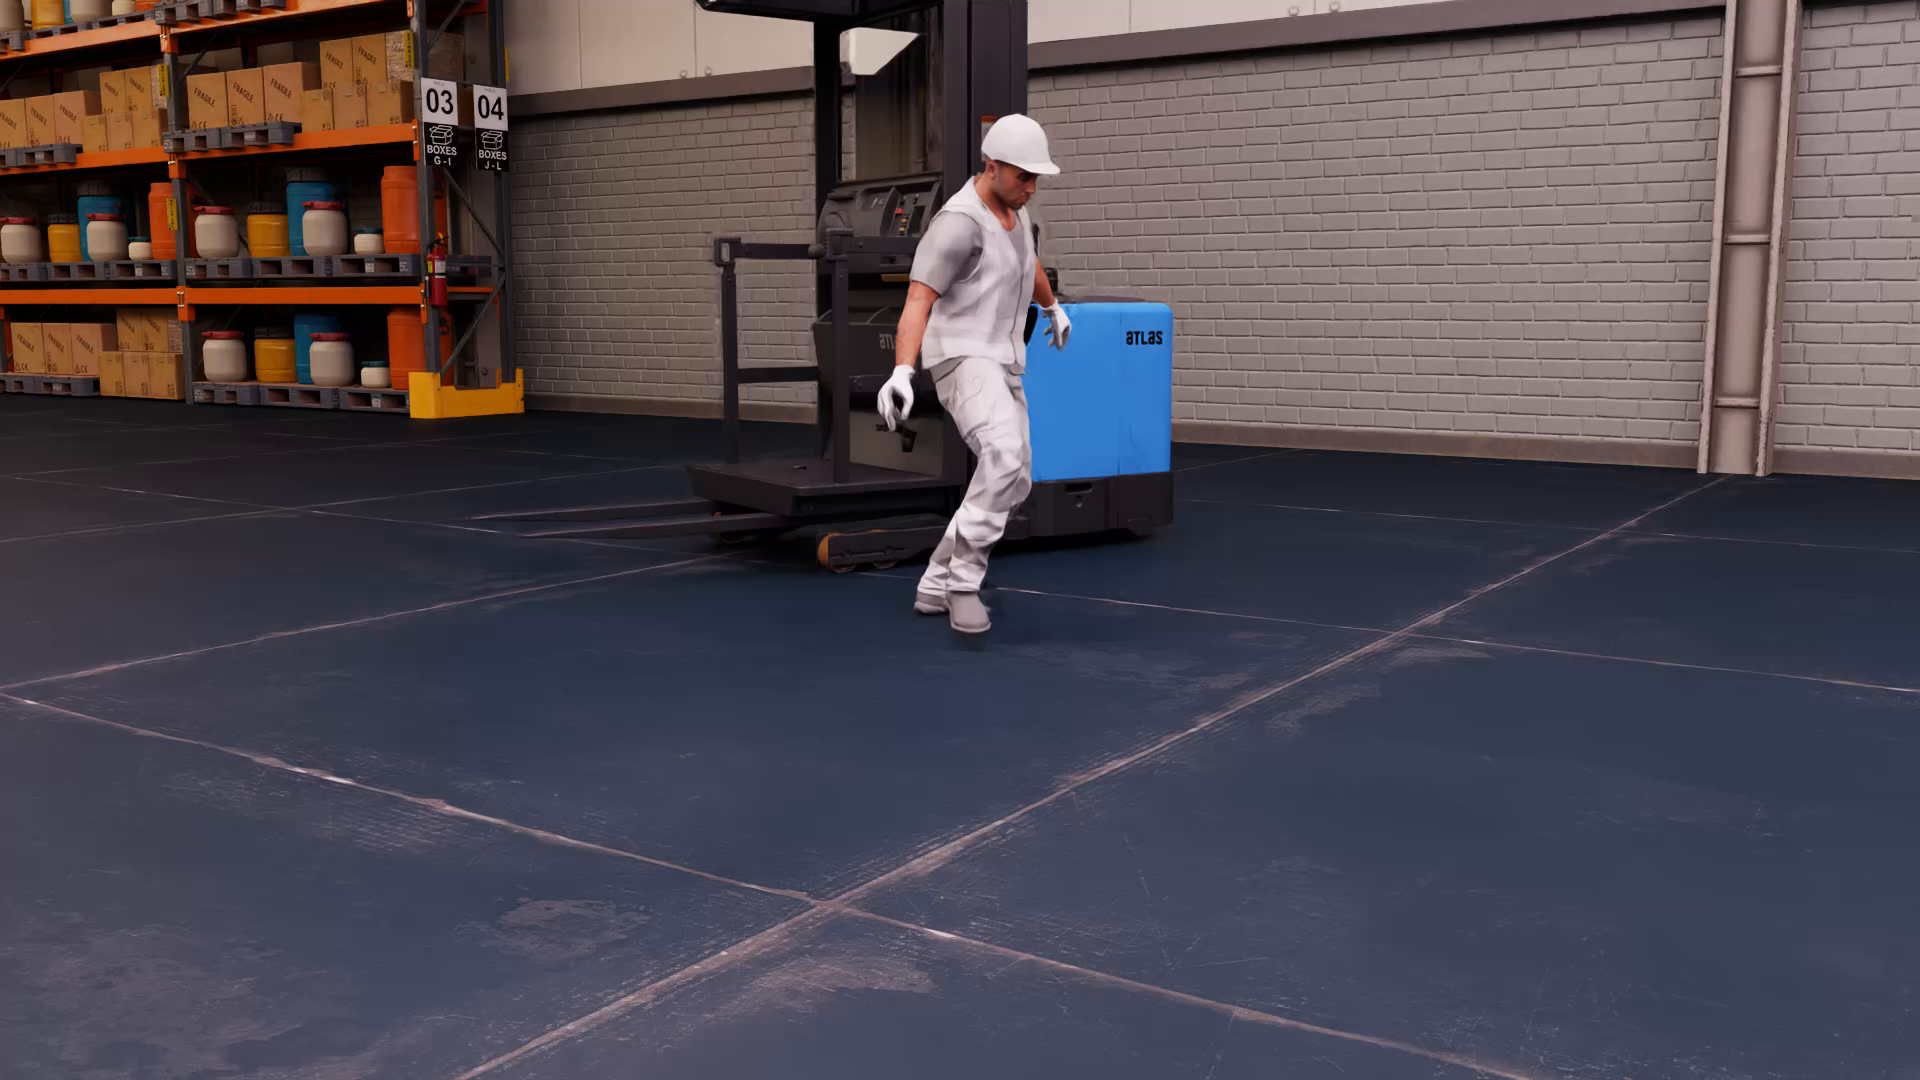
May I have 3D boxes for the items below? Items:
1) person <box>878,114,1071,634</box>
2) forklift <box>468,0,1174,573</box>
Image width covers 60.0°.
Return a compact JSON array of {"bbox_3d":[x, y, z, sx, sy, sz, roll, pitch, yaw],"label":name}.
[{"bbox_3d":[0.116,-0.545,5.630,0.564,1.709,1.145,4,9,25],"label":"person"},{"bbox_3d":[-0.528,-1.401,7.048,3.031,2.935,1.130,-5,10,-33],"label":"forklift"}]
